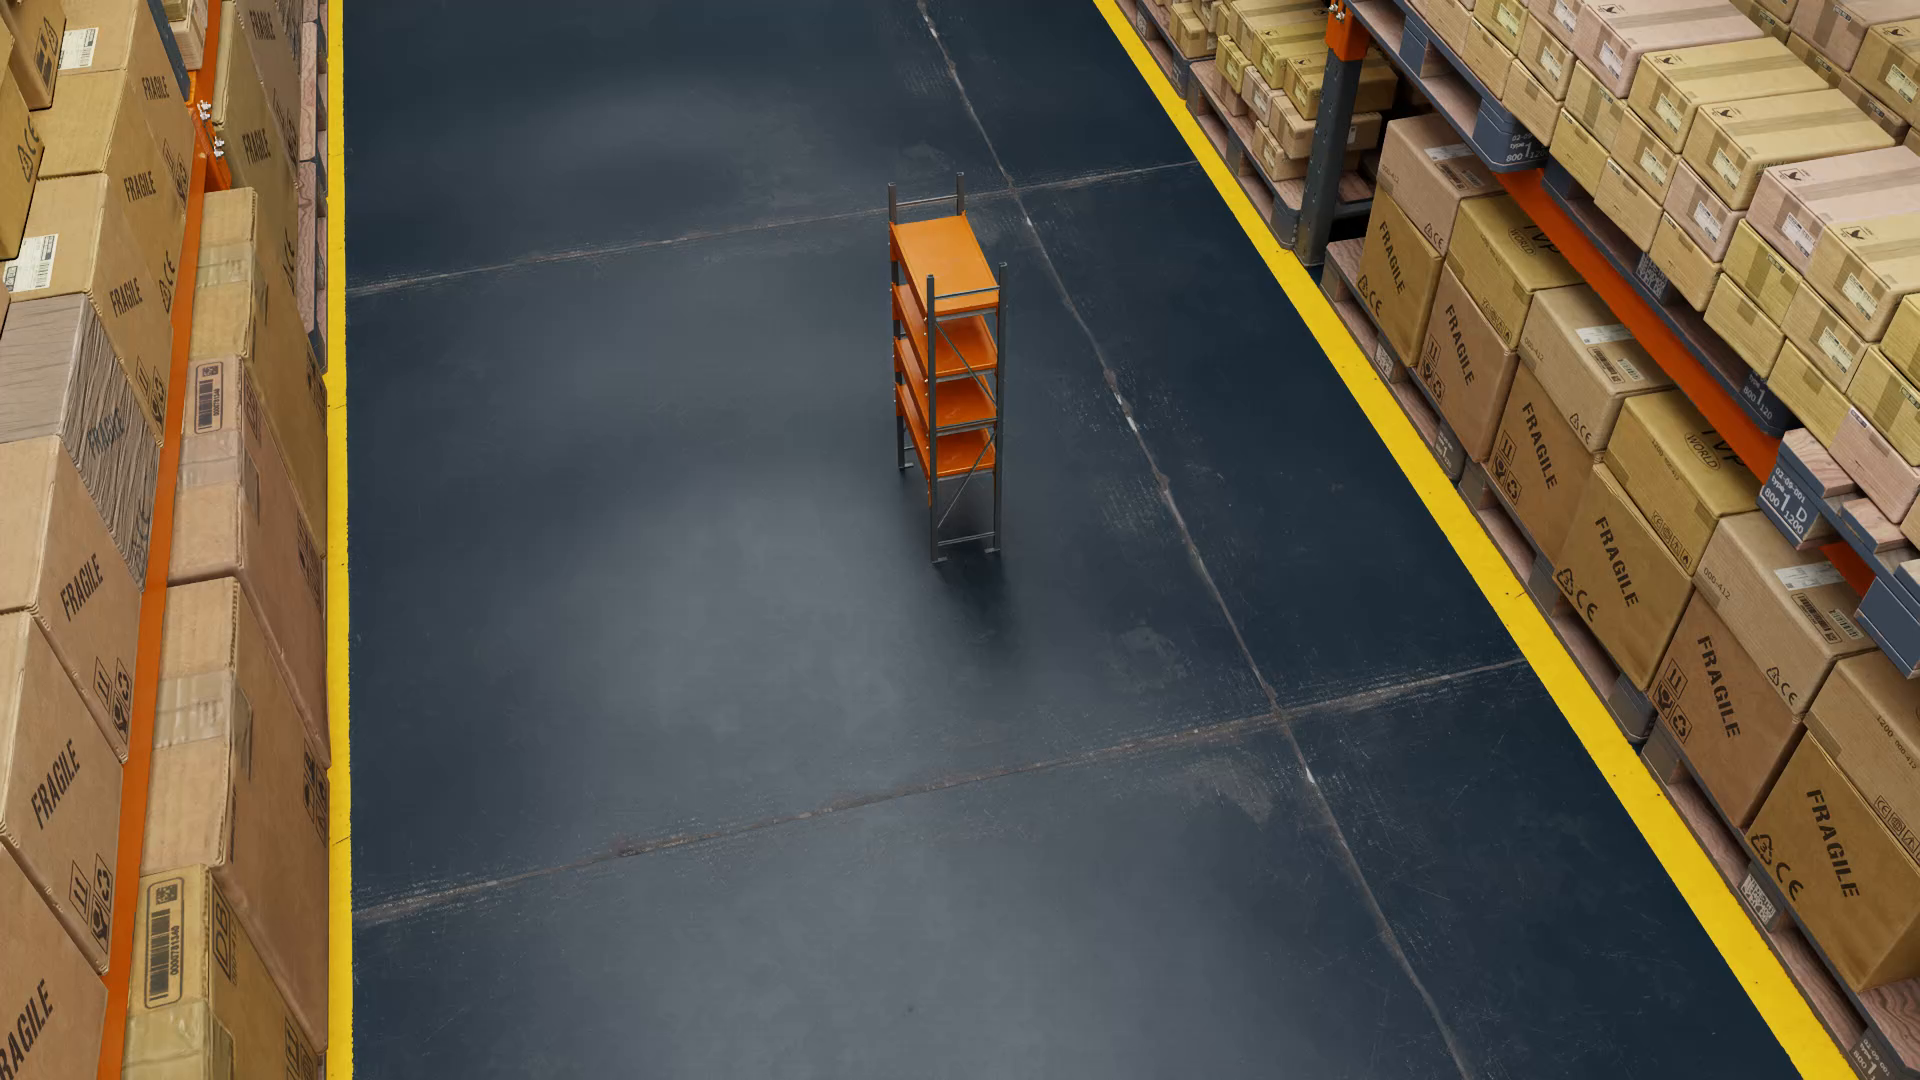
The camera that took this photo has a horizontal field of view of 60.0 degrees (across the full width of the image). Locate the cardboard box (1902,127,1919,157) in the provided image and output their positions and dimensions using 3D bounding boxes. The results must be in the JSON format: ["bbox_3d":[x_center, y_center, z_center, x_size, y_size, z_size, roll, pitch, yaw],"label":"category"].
[{"bbox_3d":[2.648,-0.960,4.264,0.380,0.149,0.250,-11,47,-11],"label":"cardboard box"}]

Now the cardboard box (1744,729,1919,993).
[{"bbox_3d":[2.487,0.784,4.338,0.500,0.500,0.500,-11,47,-11],"label":"cardboard box"}]

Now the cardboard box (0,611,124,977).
[{"bbox_3d":[-1.908,0.524,3.066,0.500,0.500,0.500,-12,47,-11],"label":"cardboard box"}]

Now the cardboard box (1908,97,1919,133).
[{"bbox_3d":[2.639,-1.066,4.160,0.380,0.149,0.250,-9,46,-9],"label":"cardboard box"}]

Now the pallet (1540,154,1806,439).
[{"bbox_3d":[2.362,-0.829,4.597,1.003,0.211,1.213,-11,47,-10],"label":"pallet"}]

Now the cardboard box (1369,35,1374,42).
[{"bbox_3d":[1.871,-2.299,7.188,0.380,0.149,0.250,-11,47,-11],"label":"cardboard box"}]

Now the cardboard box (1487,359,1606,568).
[{"bbox_3d":[2.101,-0.288,5.388,0.500,0.500,0.500,-10,46,-10],"label":"cardboard box"}]

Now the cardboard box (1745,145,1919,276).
[{"bbox_3d":[2.083,-0.765,3.865,0.380,0.149,0.250,-11,47,-10],"label":"cardboard box"}]

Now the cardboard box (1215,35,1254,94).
[{"bbox_3d":[1.330,-2.078,7.180,0.380,0.149,0.250,-12,47,-12],"label":"cardboard box"}]

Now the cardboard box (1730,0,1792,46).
[{"bbox_3d":[2.446,-1.502,4.795,0.380,0.149,0.250,-13,47,-12],"label":"cardboard box"}]

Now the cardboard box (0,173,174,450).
[{"bbox_3d":[-2.292,-0.521,4.091,0.500,0.500,0.500,-11,47,-11],"label":"cardboard box"}]

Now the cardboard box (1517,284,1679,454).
[{"bbox_3d":[2.083,-0.555,5.125,0.500,0.250,0.500,-9,46,-9],"label":"cardboard box"}]

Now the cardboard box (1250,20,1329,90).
[{"bbox_3d":[1.438,-2.023,6.918,0.380,0.149,0.250,-10,46,-10],"label":"cardboard box"}]

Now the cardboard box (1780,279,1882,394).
[{"bbox_3d":[2.138,-0.496,3.810,0.380,0.149,0.250,-11,47,-10],"label":"cardboard box"}]

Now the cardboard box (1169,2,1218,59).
[{"bbox_3d":[1.190,-2.371,7.676,0.380,0.149,0.250,-11,47,-10],"label":"cardboard box"}]

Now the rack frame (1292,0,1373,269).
[{"bbox_3d":[1.884,-2.299,5.903,1.000,3.000,0.127,-11,47,-10],"label":"rack frame"}]

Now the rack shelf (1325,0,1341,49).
[{"bbox_3d":[1.372,-3.428,7.513,1.077,0.370,4.000,-11,47,-10],"label":"rack shelf"}]

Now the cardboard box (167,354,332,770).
[{"bbox_3d":[-2.523,0.190,4.657,1.225,0.875,0.875,-12,47,-12],"label":"cardboard box"}]

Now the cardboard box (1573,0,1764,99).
[{"bbox_3d":[1.873,-1.318,4.406,0.380,0.149,0.250,-9,46,-9],"label":"cardboard box"}]

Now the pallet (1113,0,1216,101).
[{"bbox_3d":[1.362,-2.624,8.174,1.003,0.211,1.213,-11,47,-10],"label":"pallet"}]

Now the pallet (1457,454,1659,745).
[{"bbox_3d":[2.401,0.058,5.545,1.003,0.211,1.213,-11,47,-10],"label":"pallet"}]

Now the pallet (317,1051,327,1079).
[{"bbox_3d":[-2.041,1.718,3.919,1.003,0.211,1.213,-11,47,-10],"label":"pallet"}]

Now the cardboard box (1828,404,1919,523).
[{"bbox_3d":[2.210,-0.202,3.730,0.380,0.149,0.250,-10,46,-10],"label":"cardboard box"}]

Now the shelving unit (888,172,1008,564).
[{"bbox_3d":[-0.042,-0.534,5.433,0.258,1.200,0.503,-11,47,-10],"label":"shelving unit"}]

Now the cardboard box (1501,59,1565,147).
[{"bbox_3d":[1.806,-1.289,4.795,0.380,0.149,0.250,-13,47,-12],"label":"cardboard box"}]

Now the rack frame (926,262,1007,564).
[{"bbox_3d":[0.020,-0.366,5.268,0.240,1.200,0.015,-11,47,-10],"label":"rack frame"}]

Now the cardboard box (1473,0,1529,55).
[{"bbox_3d":[1.743,-1.570,4.862,0.380,0.149,0.250,-13,47,-12],"label":"cardboard box"}]

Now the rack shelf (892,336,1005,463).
[{"bbox_3d":[-0.042,-0.487,5.482,0.258,0.148,0.480,-11,47,-10],"label":"rack shelf"}]

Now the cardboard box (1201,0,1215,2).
[{"bbox_3d":[1.218,-2.558,7.442,0.380,0.149,0.250,-13,47,-12],"label":"cardboard box"}]

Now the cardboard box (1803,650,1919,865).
[{"bbox_3d":[2.480,0.504,4.087,0.500,0.250,0.500,-12,47,-11],"label":"cardboard box"}]

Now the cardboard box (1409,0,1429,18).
[{"bbox_3d":[1.617,-1.812,5.307,0.380,0.149,0.250,-10,46,-10],"label":"cardboard box"}]

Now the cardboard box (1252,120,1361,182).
[{"bbox_3d":[1.455,-1.657,6.975,0.380,0.149,0.250,-10,46,-10],"label":"cardboard box"}]

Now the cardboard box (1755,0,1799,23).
[{"bbox_3d":[2.437,-1.609,4.692,0.380,0.149,0.250,-12,47,-12],"label":"cardboard box"}]

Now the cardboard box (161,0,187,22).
[{"bbox_3d":[-2.803,-1.886,5.395,0.500,0.250,0.500,-11,47,-11],"label":"cardboard box"}]

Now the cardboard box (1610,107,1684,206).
[{"bbox_3d":[1.943,-1.027,4.329,0.380,0.149,0.250,-12,47,-11],"label":"cardboard box"}]

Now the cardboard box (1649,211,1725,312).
[{"bbox_3d":[2.015,-0.739,4.256,0.380,0.149,0.250,-9,46,-9],"label":"cardboard box"}]

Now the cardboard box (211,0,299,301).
[{"bbox_3d":[-3.028,-1.335,6.152,0.875,0.875,0.875,-11,47,-10],"label":"cardboard box"}]

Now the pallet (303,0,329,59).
[{"bbox_3d":[-3.680,-2.710,8.258,1.003,0.211,1.213,-11,47,-10],"label":"pallet"}]

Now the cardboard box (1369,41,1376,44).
[{"bbox_3d":[1.852,-2.181,7.281,0.380,0.149,0.250,-11,47,-11],"label":"cardboard box"}]

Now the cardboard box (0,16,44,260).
[{"bbox_3d":[-2.600,-0.932,3.791,0.797,0.503,0.637,-10,46,-10],"label":"cardboard box"}]
